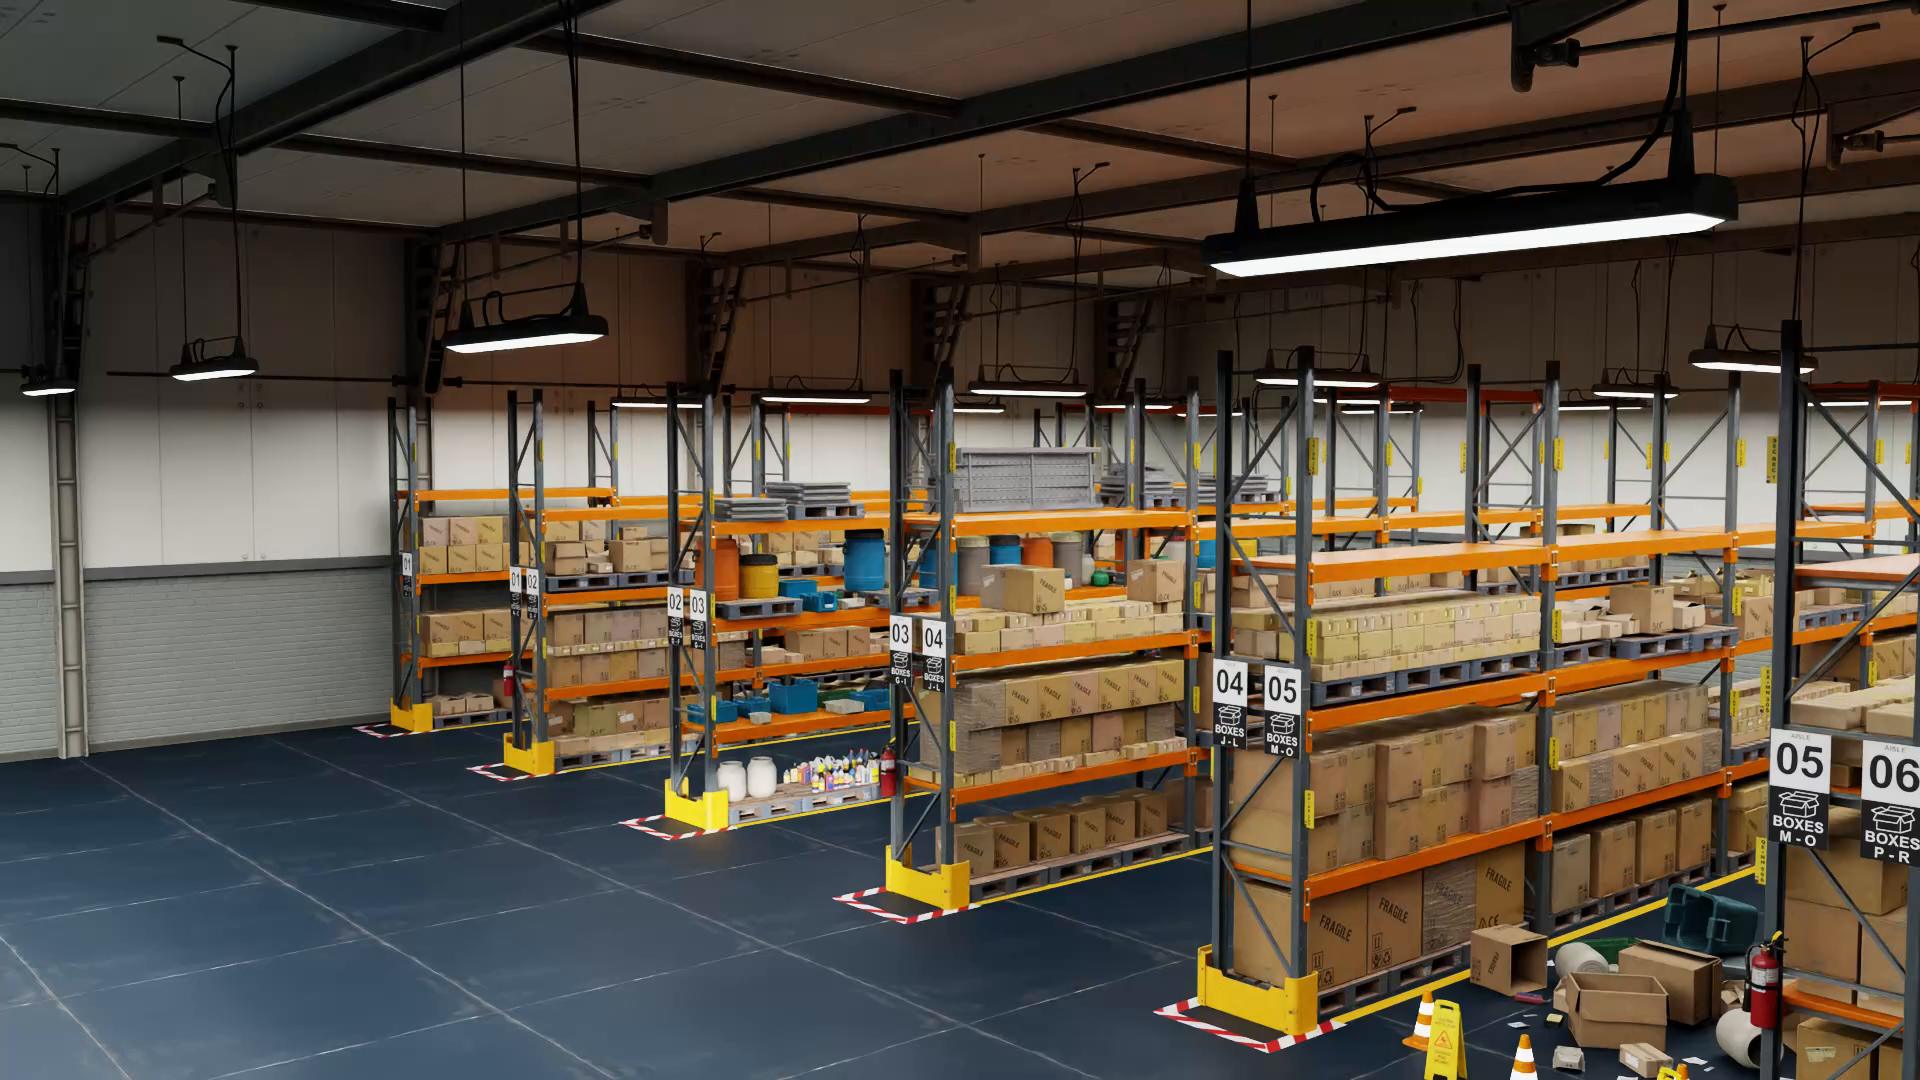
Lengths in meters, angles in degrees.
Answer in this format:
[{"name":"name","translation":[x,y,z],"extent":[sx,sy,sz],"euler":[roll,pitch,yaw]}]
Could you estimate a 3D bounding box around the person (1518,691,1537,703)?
[{"name":"person","translation":[7.918,2.914,23.268],"extent":[0.967,1.716,0.616],"euler":[-2,4,-33]}]
